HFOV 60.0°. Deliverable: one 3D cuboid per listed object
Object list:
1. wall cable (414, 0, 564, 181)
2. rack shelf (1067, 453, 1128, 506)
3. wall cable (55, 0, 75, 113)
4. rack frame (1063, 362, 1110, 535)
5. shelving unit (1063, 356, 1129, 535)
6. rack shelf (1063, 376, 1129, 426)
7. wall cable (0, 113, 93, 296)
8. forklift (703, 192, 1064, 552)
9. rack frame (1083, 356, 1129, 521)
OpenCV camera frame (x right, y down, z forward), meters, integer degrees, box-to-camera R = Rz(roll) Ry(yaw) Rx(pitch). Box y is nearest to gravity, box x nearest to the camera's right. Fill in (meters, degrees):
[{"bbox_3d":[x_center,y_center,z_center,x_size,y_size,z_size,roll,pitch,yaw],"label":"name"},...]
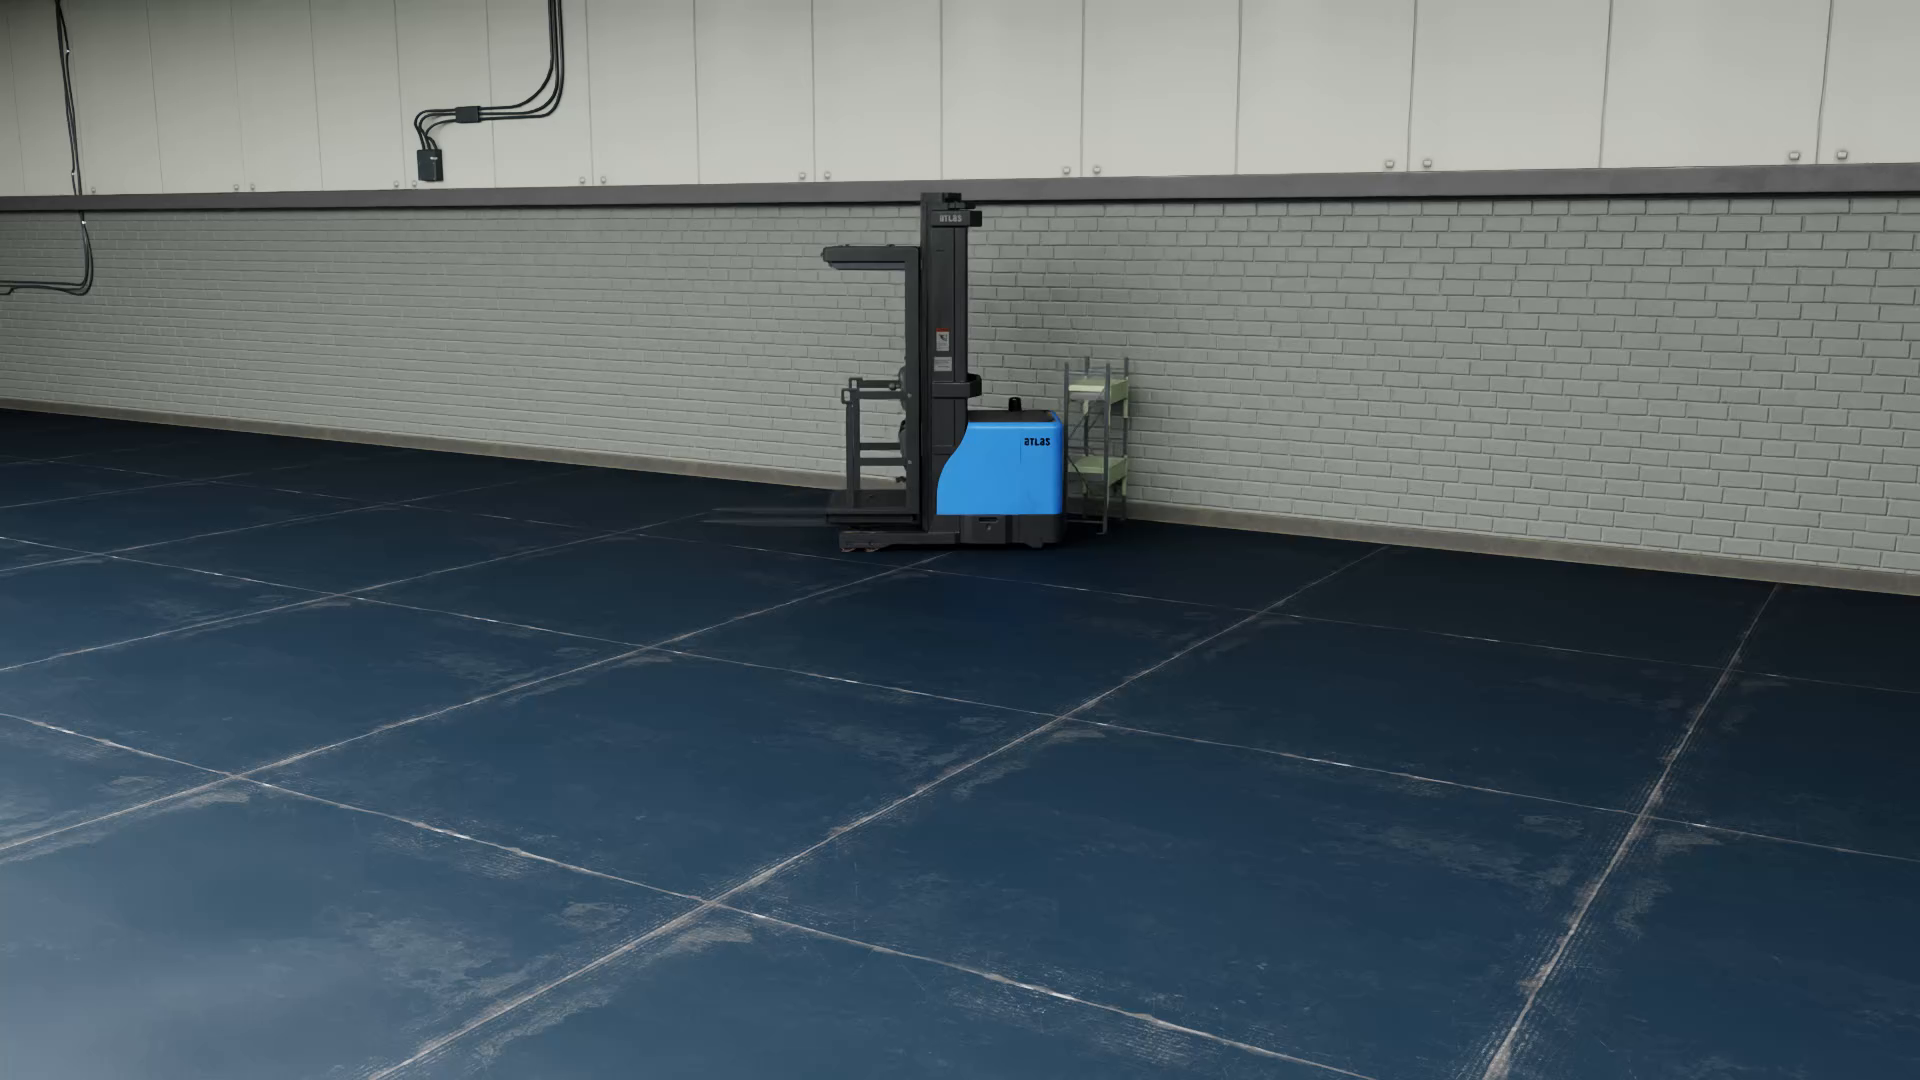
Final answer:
[{"bbox_3d":[-5.338,-7.055,18.356,2.305,6.003,0.169,6,12,31],"label":"wall cable"},{"bbox_3d":[1.219,-0.542,14.957,0.431,0.370,0.720,3,11,18],"label":"rack shelf"},{"bbox_3d":[-11.131,-6.990,21.967,3.097,2.526,0.112,6,12,31],"label":"wall cable"},{"bbox_3d":[1.103,-0.798,14.556,0.400,1.500,0.023,3,11,18],"label":"rack frame"},{"bbox_3d":[1.219,-0.862,14.897,0.431,1.500,0.755,3,11,18],"label":"shelving unit"},{"bbox_3d":[1.219,-1.246,14.826,0.431,0.370,0.720,3,11,18],"label":"rack shelf"},{"bbox_3d":[-13.443,-4.766,23.813,3.097,2.526,0.112,6,12,31],"label":"wall cable"},{"bbox_3d":[-0.648,-1.440,14.096,3.031,2.935,1.130,0,11,0],"label":"forklift"},{"bbox_3d":[1.334,-0.926,15.239,0.400,1.500,0.023,3,11,18],"label":"rack frame"}]
